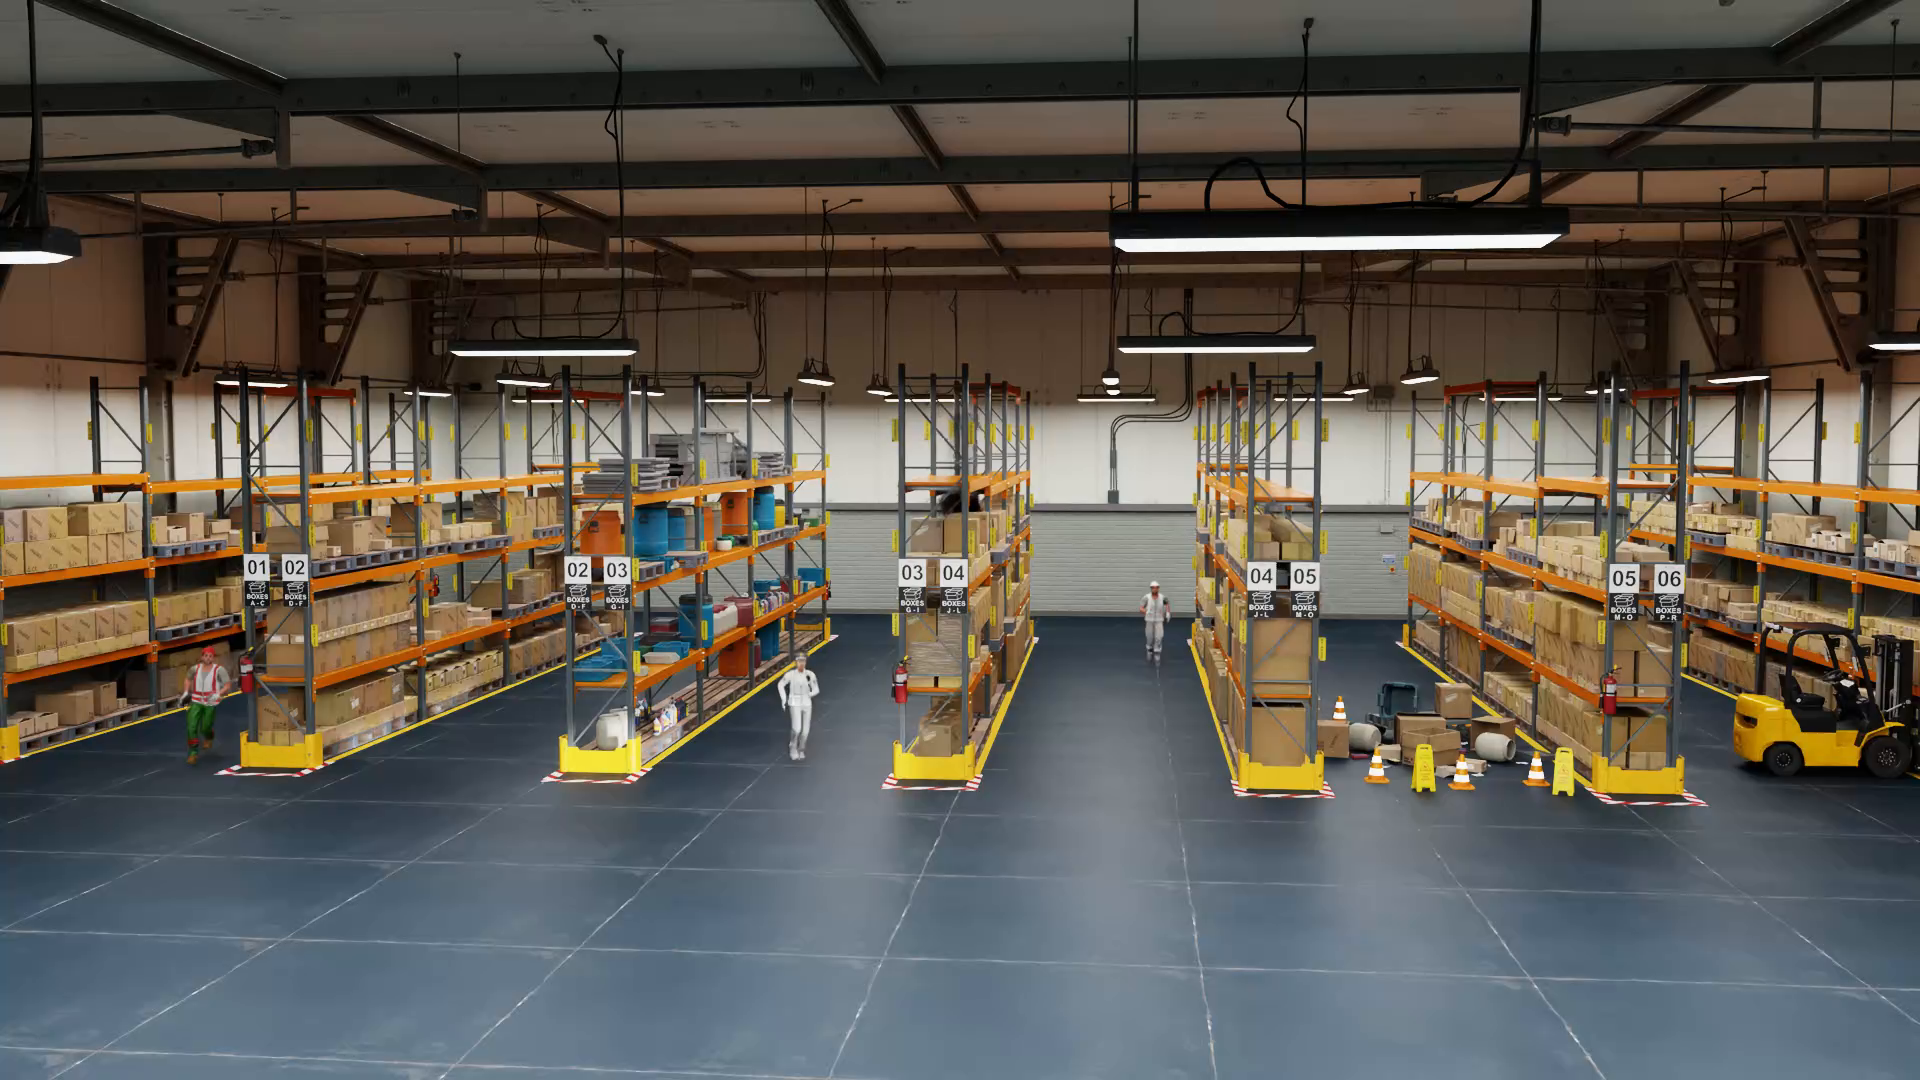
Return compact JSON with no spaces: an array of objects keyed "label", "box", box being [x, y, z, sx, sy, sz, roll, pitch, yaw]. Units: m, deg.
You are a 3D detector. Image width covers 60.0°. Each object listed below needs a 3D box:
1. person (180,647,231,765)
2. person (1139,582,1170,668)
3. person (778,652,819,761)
[{"label":"person","box":[-11.560,2.508,25.512,0.716,1.766,0.817,0,4,-7]},{"label":"person","box":[4.201,1.806,35.917,0.680,1.839,0.842,0,4,1]},{"label":"person","box":[-2.430,2.530,25.280,0.594,1.660,0.624,-1,4,-16]}]
